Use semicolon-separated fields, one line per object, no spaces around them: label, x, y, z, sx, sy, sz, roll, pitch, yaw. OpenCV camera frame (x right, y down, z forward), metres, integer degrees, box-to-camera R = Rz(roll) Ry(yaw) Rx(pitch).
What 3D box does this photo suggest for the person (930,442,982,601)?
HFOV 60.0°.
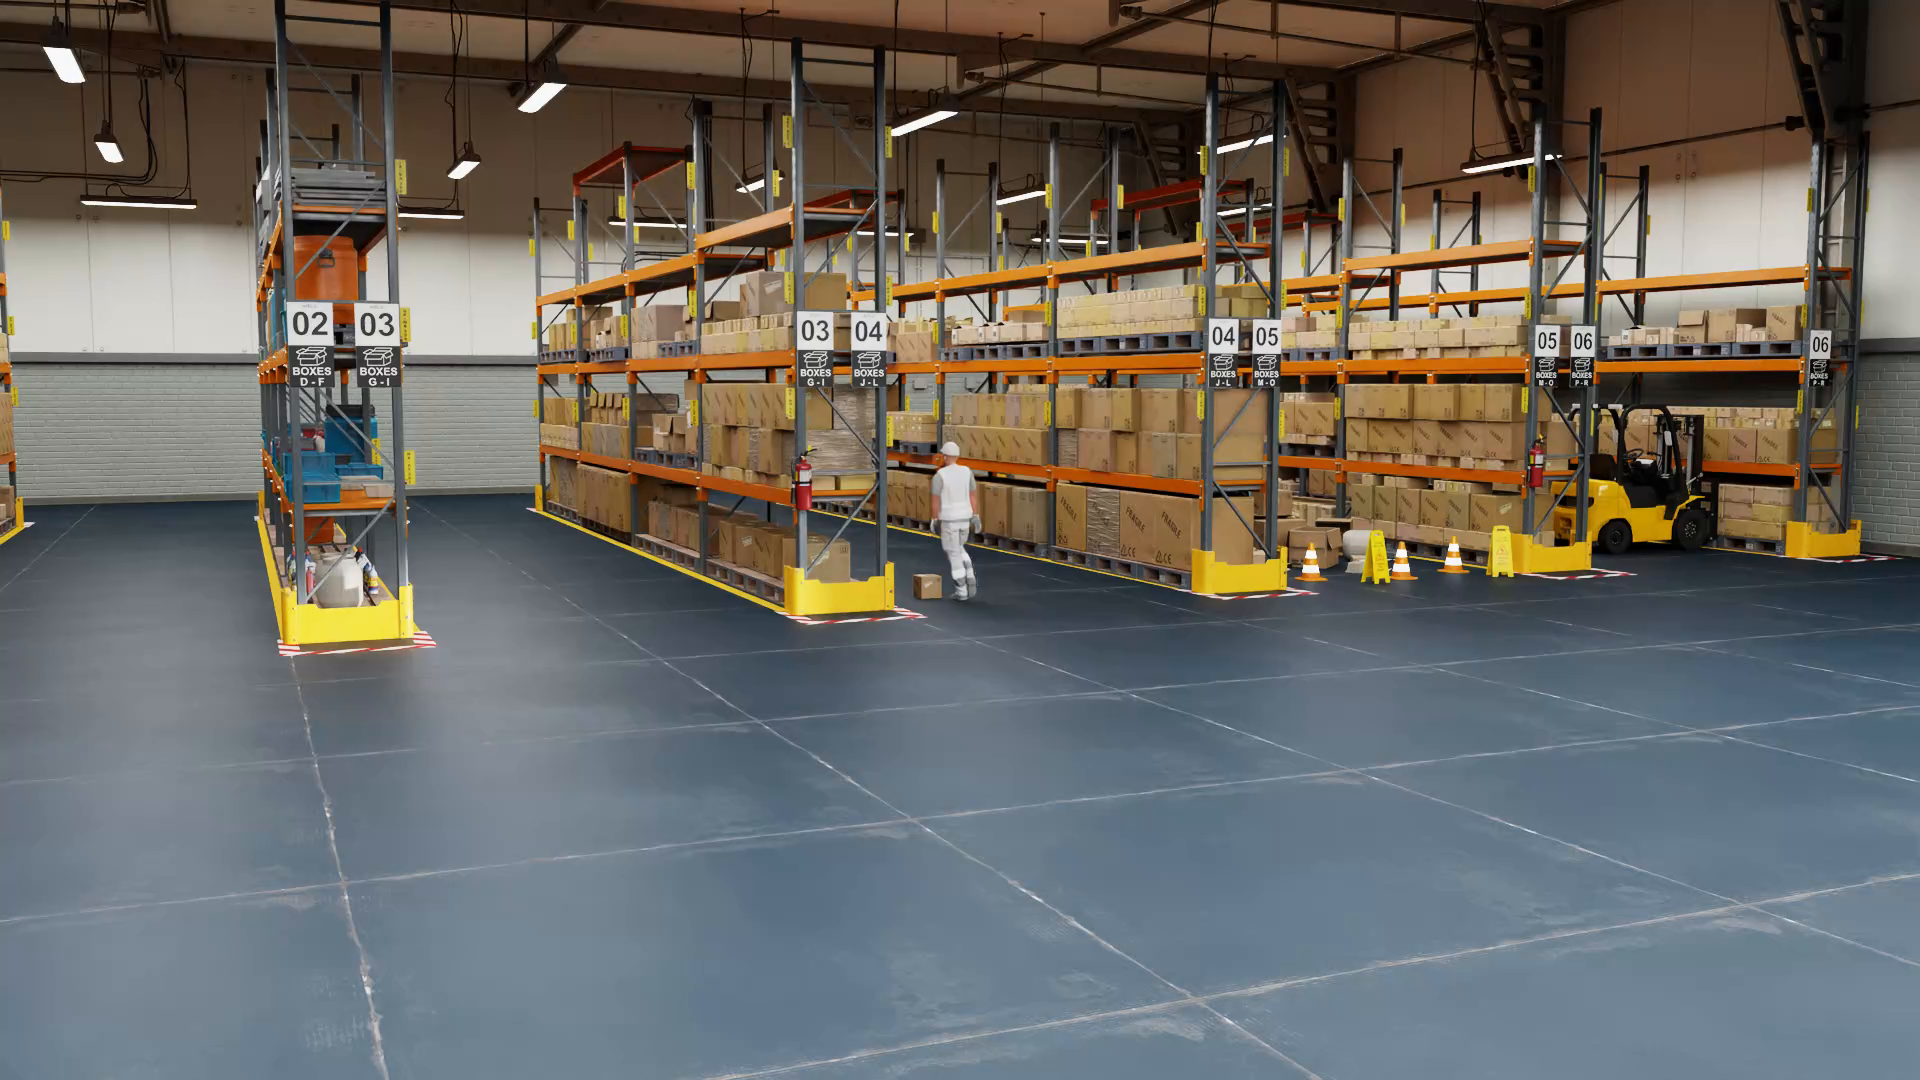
person;-0.091;-0.217;18.777;0.603;1.788;0.461;-3;6;-32
